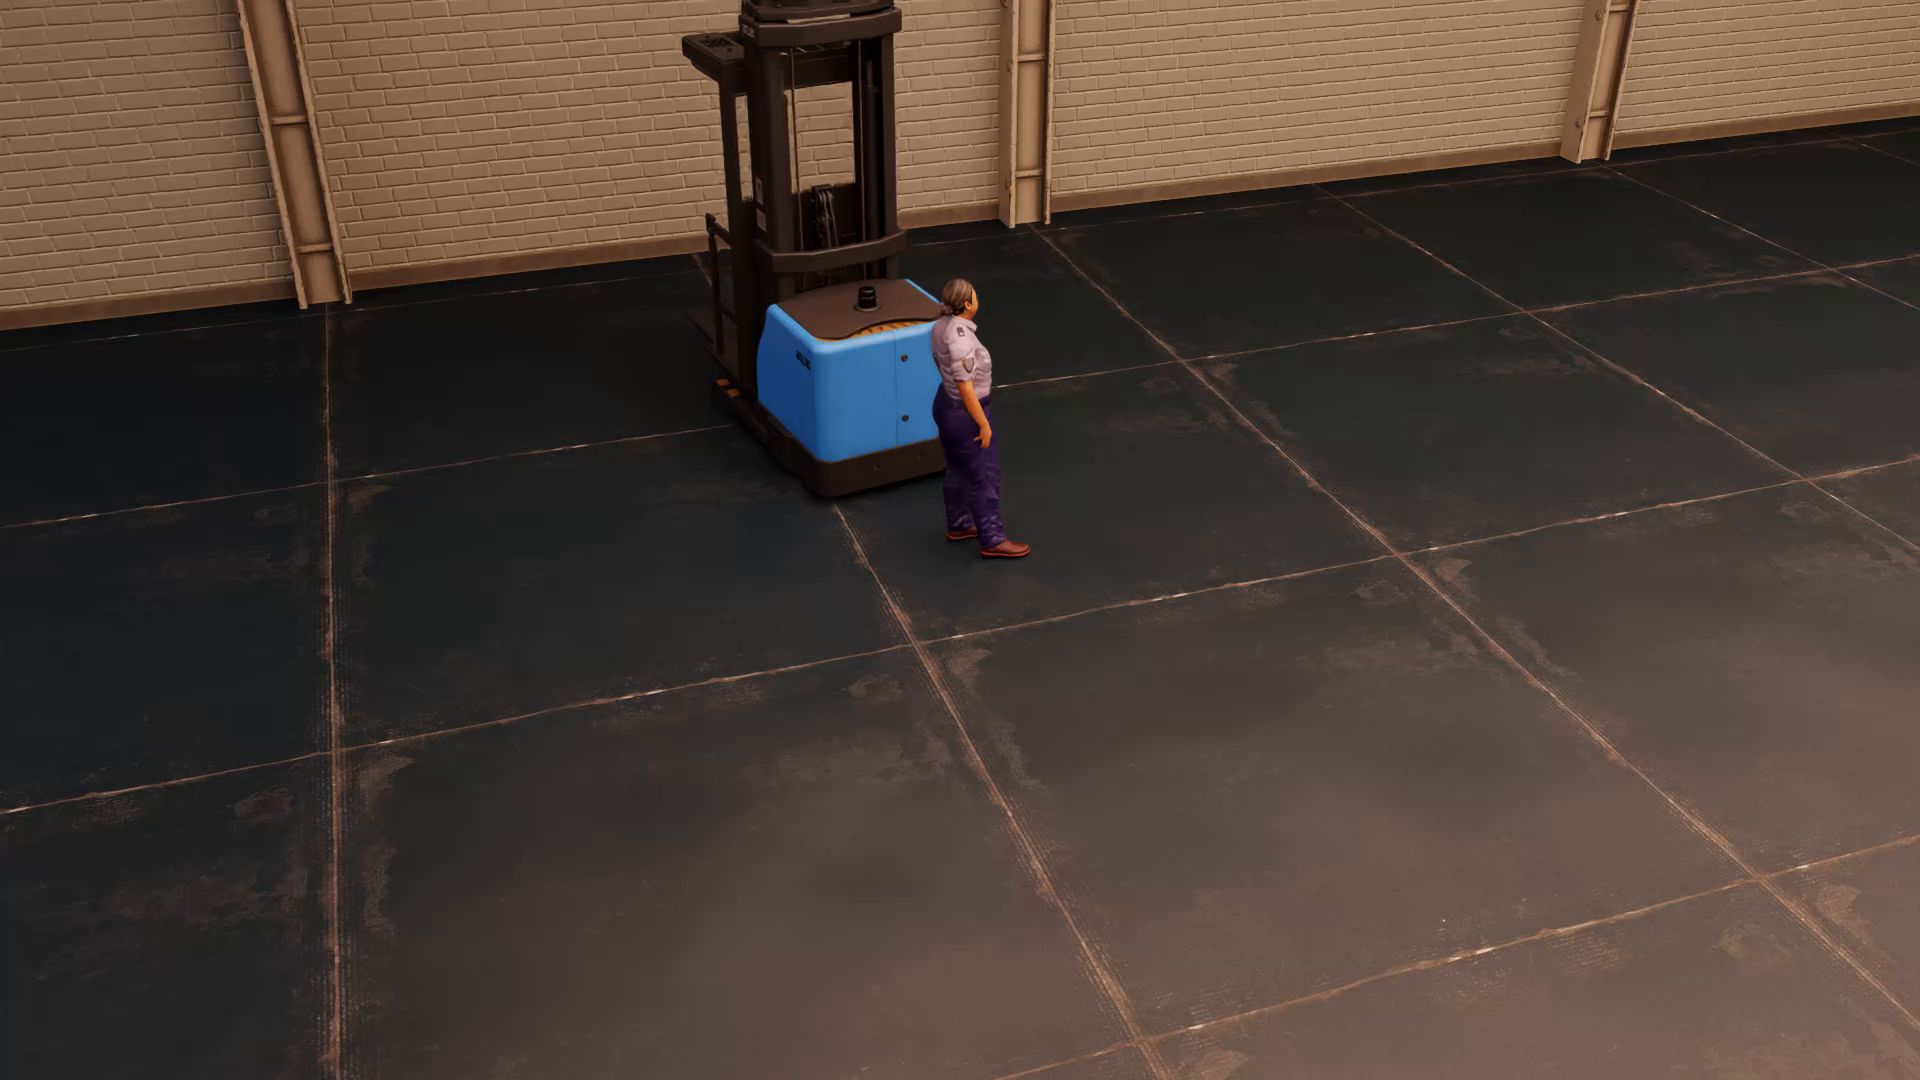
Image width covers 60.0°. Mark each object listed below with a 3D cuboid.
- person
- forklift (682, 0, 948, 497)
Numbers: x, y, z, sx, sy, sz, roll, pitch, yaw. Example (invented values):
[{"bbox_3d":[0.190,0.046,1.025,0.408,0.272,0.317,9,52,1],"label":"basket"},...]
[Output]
[{"bbox_3d":[0.101,-0.724,9.638,0.484,1.648,0.610,-10,31,-17],"label":"person"},{"bbox_3d":[-1.097,-2.248,10.993,1.130,2.935,3.031,-15,33,-24],"label":"forklift"}]
